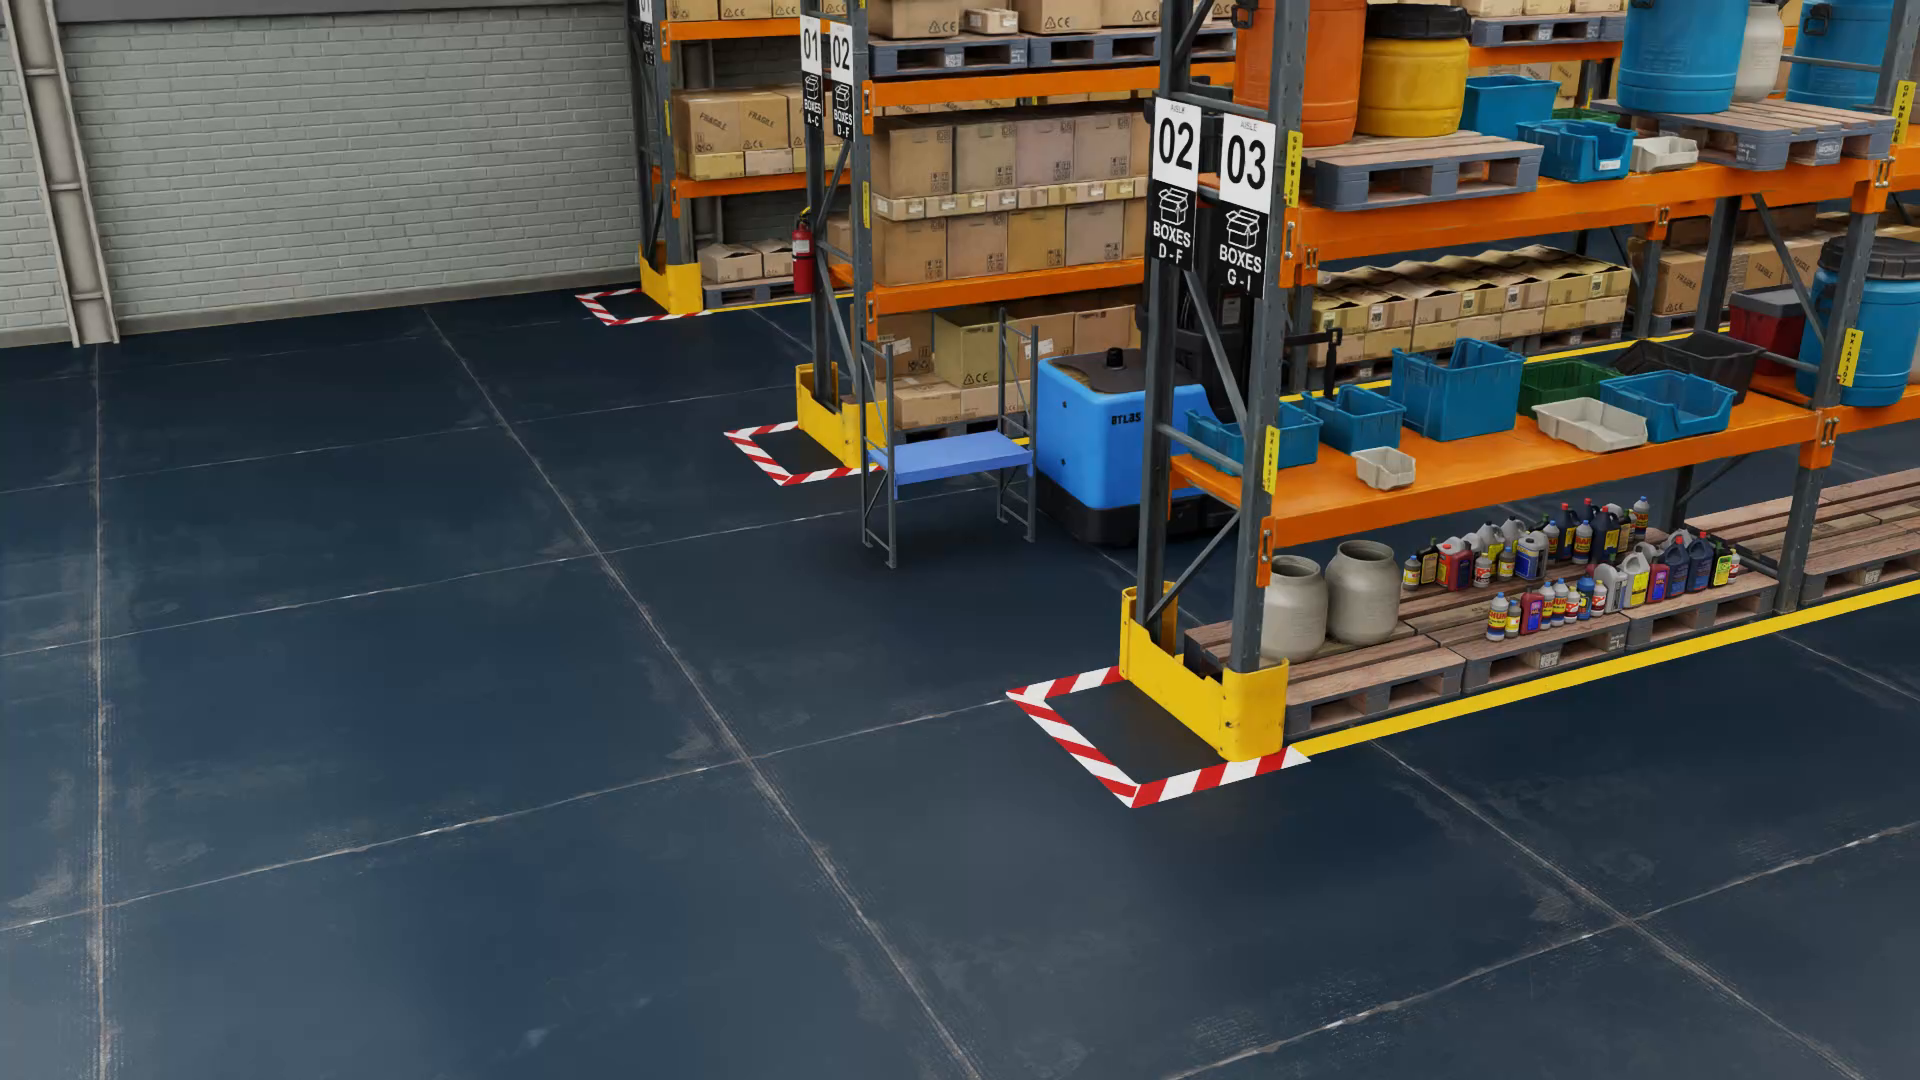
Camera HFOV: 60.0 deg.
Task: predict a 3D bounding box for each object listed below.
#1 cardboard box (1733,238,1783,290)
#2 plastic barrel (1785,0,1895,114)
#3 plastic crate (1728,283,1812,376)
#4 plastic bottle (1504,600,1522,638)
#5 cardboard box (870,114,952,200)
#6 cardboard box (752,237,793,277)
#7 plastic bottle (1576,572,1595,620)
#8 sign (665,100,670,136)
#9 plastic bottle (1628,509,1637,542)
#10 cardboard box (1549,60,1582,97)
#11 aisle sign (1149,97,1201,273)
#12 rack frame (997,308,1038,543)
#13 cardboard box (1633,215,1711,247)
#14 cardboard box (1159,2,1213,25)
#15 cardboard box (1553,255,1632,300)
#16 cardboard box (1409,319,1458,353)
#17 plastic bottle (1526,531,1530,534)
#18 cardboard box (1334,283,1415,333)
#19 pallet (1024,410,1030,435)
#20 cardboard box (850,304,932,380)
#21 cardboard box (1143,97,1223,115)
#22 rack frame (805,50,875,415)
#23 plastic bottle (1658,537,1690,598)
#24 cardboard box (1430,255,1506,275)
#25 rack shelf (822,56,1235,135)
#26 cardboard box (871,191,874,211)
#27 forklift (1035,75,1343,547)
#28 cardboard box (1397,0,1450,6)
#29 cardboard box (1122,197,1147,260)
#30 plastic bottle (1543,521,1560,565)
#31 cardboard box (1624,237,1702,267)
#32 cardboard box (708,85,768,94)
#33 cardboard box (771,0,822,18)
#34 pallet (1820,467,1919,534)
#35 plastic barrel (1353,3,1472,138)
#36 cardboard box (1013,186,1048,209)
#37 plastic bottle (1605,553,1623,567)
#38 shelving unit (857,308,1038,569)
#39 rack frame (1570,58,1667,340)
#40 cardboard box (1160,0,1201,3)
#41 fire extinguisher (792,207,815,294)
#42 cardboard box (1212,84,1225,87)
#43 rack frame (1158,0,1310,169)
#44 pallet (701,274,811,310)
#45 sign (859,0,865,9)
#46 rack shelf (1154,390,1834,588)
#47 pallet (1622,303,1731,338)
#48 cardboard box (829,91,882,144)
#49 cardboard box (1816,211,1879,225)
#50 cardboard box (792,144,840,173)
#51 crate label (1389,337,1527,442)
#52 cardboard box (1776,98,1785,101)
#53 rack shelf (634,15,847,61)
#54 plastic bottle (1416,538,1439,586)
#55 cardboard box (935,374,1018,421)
[{"bbox_3d":[7.761,-2.672,16.477,0.500,0.500,0.500,-11,25,-24],"label":"cardboard box"},{"bbox_3d":[5.208,-2.882,9.714,0.708,0.901,0.600,-10,25,-24],"label":"plastic barrel"},{"bbox_3d":[5.148,-1.321,10.435,0.583,0.464,0.402,-10,25,-24],"label":"plastic crate"},{"bbox_3d":[3.102,0.437,9.355,0.097,0.201,0.097,0,22,0],"label":"plastic bottle"},{"bbox_3d":[-0.431,-2.877,12.452,0.500,0.500,0.700,-10,25,-23],"label":"cardboard box"},{"bbox_3d":[-1.881,-2.995,17.505,0.500,0.311,0.500,-8,24,-19],"label":"cardboard box"},{"bbox_3d":[3.590,0.315,9.559,0.097,0.271,0.097,0,22,0],"label":"plastic bottle"},{"bbox_3d":[-2.821,-4.069,16.027,0.005,0.325,0.100,-10,25,-24],"label":"sign"},{"bbox_3d":[4.275,-0.097,10.646,0.097,0.201,0.097,0,22,0],"label":"plastic bottle"},{"bbox_3d":[7.449,-5.876,20.978,0.500,0.500,0.500,-11,25,-24],"label":"cardboard box"},{"bbox_3d":[1.046,-1.734,8.117,0.004,0.787,0.394,-10,25,-24],"label":"aisle sign"},{"bbox_3d":[0.381,-0.763,11.133,0.032,1.500,0.500,-10,25,-24],"label":"rack frame"},{"bbox_3d":[7.093,-3.118,16.574,0.500,0.250,0.500,-9,24,-22],"label":"cardboard box"},{"bbox_3d":[1.731,-4.047,12.780,0.250,0.149,0.380,-10,25,-24],"label":"cardboard box"},{"bbox_3d":[5.938,-2.488,15.650,0.500,0.311,0.500,-10,24,-22],"label":"cardboard box"},{"bbox_3d":[4.097,-1.889,14.939,0.500,0.250,0.500,-11,25,-25],"label":"cardboard box"},{"bbox_3d":[3.501,0.045,10.302,0.097,0.201,0.097,0,22,0],"label":"plastic bottle"},{"bbox_3d":[3.633,-2.060,14.617,0.500,0.311,0.500,-11,25,-24],"label":"cardboard box"},{"bbox_3d":[0.864,-1.203,13.881,1.213,0.211,1.003,-10,25,-24],"label":"pallet"},{"bbox_3d":[-0.551,-1.611,13.286,0.500,0.500,0.500,-10,25,-24],"label":"cardboard box"},{"bbox_3d":[1.847,-3.299,13.470,0.500,0.500,0.700,-10,25,-24],"label":"cardboard box"},{"bbox_3d":[-0.905,-2.150,12.521,0.127,3.000,1.000,-10,25,-24],"label":"rack frame"},{"bbox_3d":[4.216,0.153,9.846,0.185,0.351,0.144,-12,25,-26],"label":"plastic bottle"},{"bbox_3d":[4.774,-2.500,15.680,0.500,0.311,0.500,-11,25,-25],"label":"cardboard box"},{"bbox_3d":[0.897,-3.535,12.886,4.000,0.370,1.077,-10,25,-24],"label":"rack shelf"},{"bbox_3d":[-0.643,-2.625,12.690,0.250,0.149,0.380,-11,25,-25],"label":"cardboard box"},{"bbox_3d":[2.072,-1.654,11.414,3.031,2.935,1.130,-9,24,-20],"label":"forklift"},{"bbox_3d":[3.752,-4.515,13.960,0.500,0.250,0.500,-13,26,-29],"label":"cardboard box"},{"bbox_3d":[1.376,-2.612,13.507,0.500,0.500,0.700,-10,25,-23],"label":"cardboard box"},{"bbox_3d":[3.650,0.011,10.293,0.097,0.271,0.097,0,22,0],"label":"plastic bottle"},{"bbox_3d":[7.044,-2.761,16.691,0.500,0.500,0.500,-9,24,-22],"label":"cardboard box"},{"bbox_3d":[-2.267,-4.374,17.085,0.500,0.500,0.500,-10,25,-23],"label":"cardboard box"},{"bbox_3d":[-1.682,-5.431,16.370,0.500,0.500,0.500,-9,24,-21],"label":"cardboard box"},{"bbox_3d":[6.636,-0.165,11.372,1.213,0.211,1.003,-10,25,-24],"label":"pallet"},{"bbox_3d":[2.212,-2.342,8.268,0.600,0.588,0.600,0,22,0],"label":"plastic barrel"},{"bbox_3d":[0.471,-2.658,12.771,0.250,0.149,0.380,-11,25,-25],"label":"cardboard box"},{"bbox_3d":[3.857,0.207,9.805,0.133,0.283,0.061,-10,25,-24],"label":"plastic bottle"},{"bbox_3d":[-0.077,-0.679,10.929,1.048,1.500,0.538,-10,25,-24],"label":"shelving unit"},{"bbox_3d":[6.303,-3.477,15.727,0.127,3.000,1.000,-10,25,-24],"label":"rack frame"},{"bbox_3d":[1.644,-4.334,13.262,0.500,0.311,0.500,-12,25,-26],"label":"cardboard box"},{"bbox_3d":[-1.213,-2.254,12.875,0.183,0.674,0.296,-10,25,-24],"label":"fire extinguisher"},{"bbox_3d":[2.619,-5.137,19.032,0.500,0.500,0.700,-10,25,-24],"label":"cardboard box"},{"bbox_3d":[1.240,-3.214,7.248,0.127,3.000,1.000,-10,25,-24],"label":"rack frame"},{"bbox_3d":[-2.241,-2.703,17.504,1.213,0.211,1.003,-10,25,-24],"label":"pallet"},{"bbox_3d":[-0.670,-3.784,11.301,0.005,0.325,0.100,-10,25,-24],"label":"sign"},{"bbox_3d":[3.042,-0.441,9.335,4.000,0.370,1.077,-10,25,-24],"label":"rack shelf"},{"bbox_3d":[6.992,-2.299,16.528,1.213,0.211,1.003,-10,25,-24],"label":"pallet"},{"bbox_3d":[-1.118,-4.370,17.075,0.500,0.500,0.500,-10,24,-22],"label":"cardboard box"},{"bbox_3d":[9.366,-3.192,17.733,0.500,0.500,0.500,-12,25,-26],"label":"cardboard box"},{"bbox_3d":[-1.556,-3.941,17.019,0.500,0.250,0.500,-11,25,-24],"label":"cardboard box"},{"bbox_3d":[2.781,-0.857,9.352,0.616,0.435,0.502,-10,25,-24],"label":"crate label"},{"bbox_3d":[8.342,-4.066,16.471,0.500,0.500,0.700,-18,29,-37],"label":"cardboard box"},{"bbox_3d":[-1.255,-5.241,17.009,4.000,0.370,1.077,-10,25,-24],"label":"rack shelf"},{"bbox_3d":[2.802,0.128,9.994,0.133,0.283,0.061,-10,24,-22],"label":"plastic bottle"},{"bbox_3d":[0.124,-1.170,13.200,0.500,0.250,0.500,-10,25,-24],"label":"cardboard box"}]
